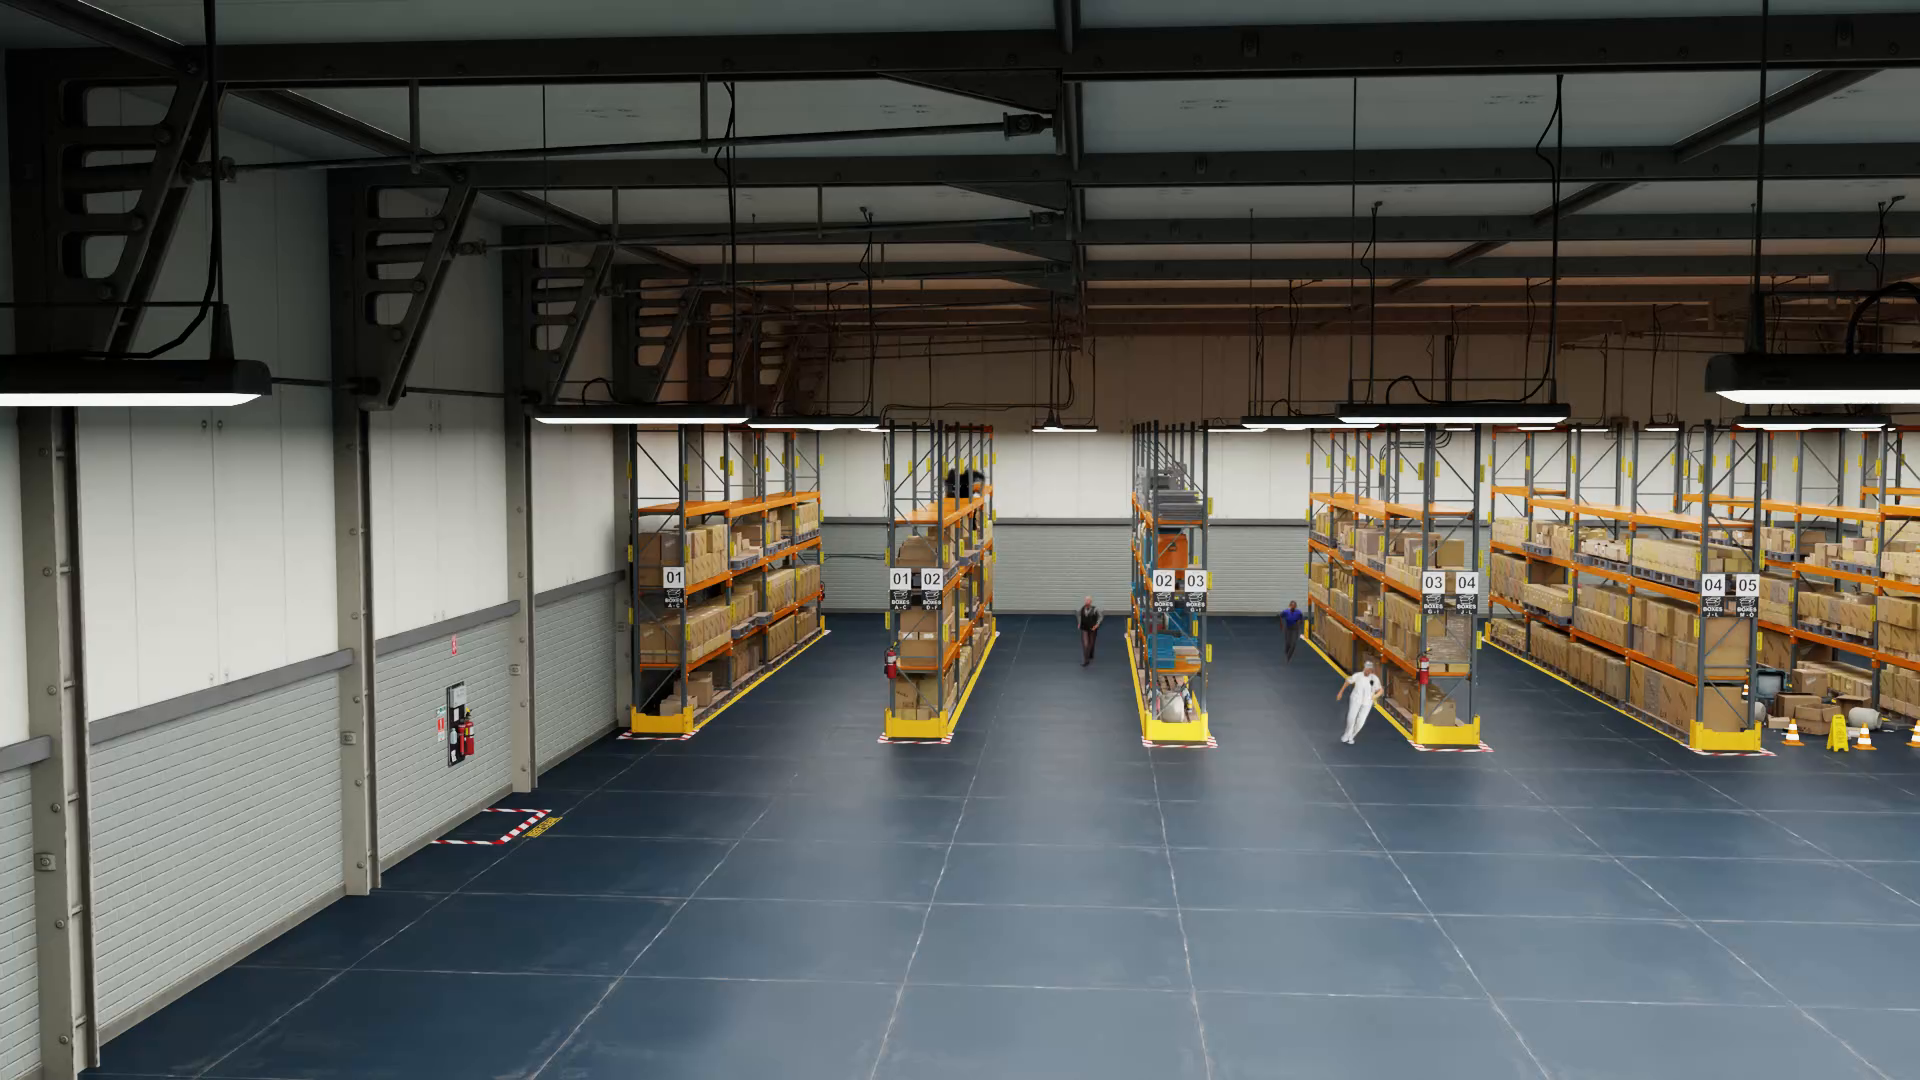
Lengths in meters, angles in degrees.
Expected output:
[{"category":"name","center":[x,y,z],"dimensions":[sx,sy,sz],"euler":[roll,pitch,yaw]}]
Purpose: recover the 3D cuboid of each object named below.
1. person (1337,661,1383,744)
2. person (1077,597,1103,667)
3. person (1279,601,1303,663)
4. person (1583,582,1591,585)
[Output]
[{"category":"person","center":[7.405,3.008,30.698],"dimensions":[0.789,1.559,0.642],"euler":[0,4,3]},{"category":"person","center":[3.236,2.260,41.374],"dimensions":[0.672,1.724,0.734],"euler":[1,4,16]},{"category":"person","center":[8.316,2.307,41.728],"dimensions":[0.548,1.581,0.671],"euler":[0,4,-1]},{"category":"person","center":[17.210,2.002,45.653],"dimensions":[0.621,1.692,0.848],"euler":[-2,4,-28]}]
